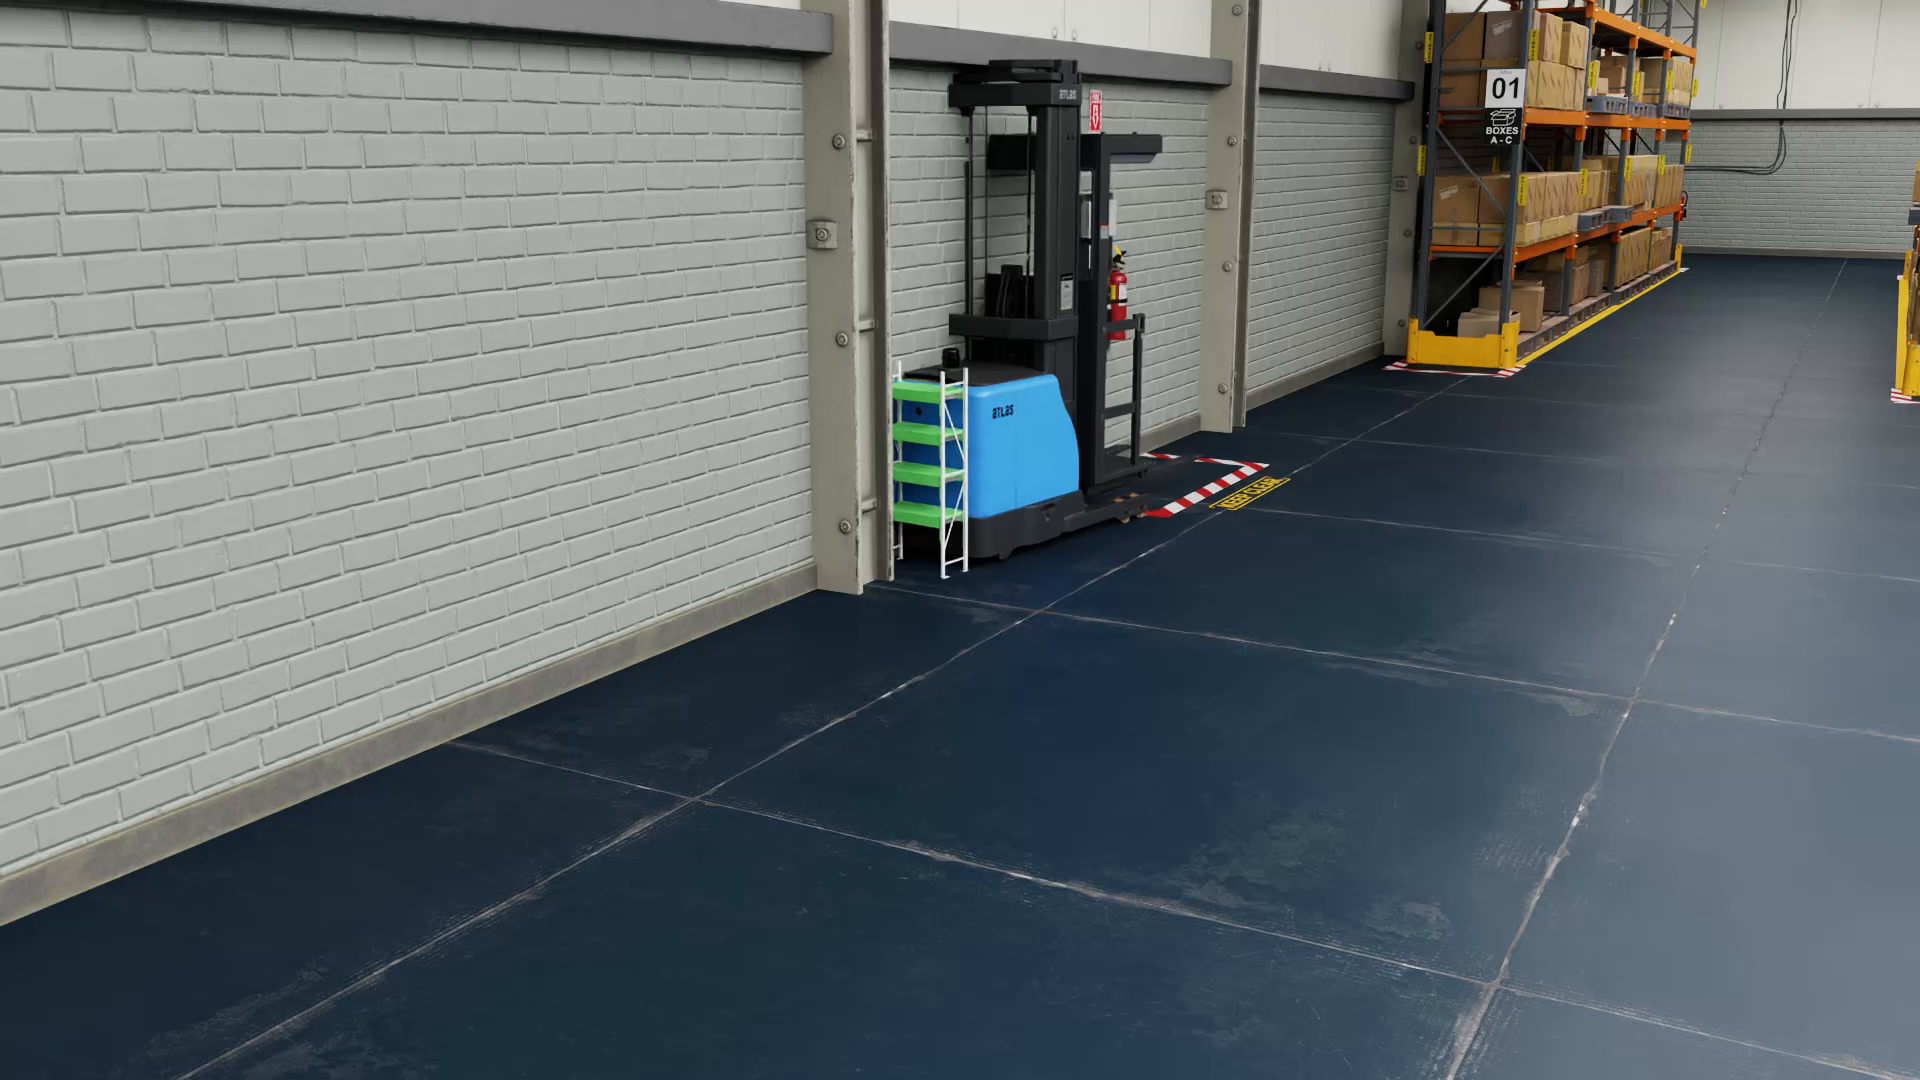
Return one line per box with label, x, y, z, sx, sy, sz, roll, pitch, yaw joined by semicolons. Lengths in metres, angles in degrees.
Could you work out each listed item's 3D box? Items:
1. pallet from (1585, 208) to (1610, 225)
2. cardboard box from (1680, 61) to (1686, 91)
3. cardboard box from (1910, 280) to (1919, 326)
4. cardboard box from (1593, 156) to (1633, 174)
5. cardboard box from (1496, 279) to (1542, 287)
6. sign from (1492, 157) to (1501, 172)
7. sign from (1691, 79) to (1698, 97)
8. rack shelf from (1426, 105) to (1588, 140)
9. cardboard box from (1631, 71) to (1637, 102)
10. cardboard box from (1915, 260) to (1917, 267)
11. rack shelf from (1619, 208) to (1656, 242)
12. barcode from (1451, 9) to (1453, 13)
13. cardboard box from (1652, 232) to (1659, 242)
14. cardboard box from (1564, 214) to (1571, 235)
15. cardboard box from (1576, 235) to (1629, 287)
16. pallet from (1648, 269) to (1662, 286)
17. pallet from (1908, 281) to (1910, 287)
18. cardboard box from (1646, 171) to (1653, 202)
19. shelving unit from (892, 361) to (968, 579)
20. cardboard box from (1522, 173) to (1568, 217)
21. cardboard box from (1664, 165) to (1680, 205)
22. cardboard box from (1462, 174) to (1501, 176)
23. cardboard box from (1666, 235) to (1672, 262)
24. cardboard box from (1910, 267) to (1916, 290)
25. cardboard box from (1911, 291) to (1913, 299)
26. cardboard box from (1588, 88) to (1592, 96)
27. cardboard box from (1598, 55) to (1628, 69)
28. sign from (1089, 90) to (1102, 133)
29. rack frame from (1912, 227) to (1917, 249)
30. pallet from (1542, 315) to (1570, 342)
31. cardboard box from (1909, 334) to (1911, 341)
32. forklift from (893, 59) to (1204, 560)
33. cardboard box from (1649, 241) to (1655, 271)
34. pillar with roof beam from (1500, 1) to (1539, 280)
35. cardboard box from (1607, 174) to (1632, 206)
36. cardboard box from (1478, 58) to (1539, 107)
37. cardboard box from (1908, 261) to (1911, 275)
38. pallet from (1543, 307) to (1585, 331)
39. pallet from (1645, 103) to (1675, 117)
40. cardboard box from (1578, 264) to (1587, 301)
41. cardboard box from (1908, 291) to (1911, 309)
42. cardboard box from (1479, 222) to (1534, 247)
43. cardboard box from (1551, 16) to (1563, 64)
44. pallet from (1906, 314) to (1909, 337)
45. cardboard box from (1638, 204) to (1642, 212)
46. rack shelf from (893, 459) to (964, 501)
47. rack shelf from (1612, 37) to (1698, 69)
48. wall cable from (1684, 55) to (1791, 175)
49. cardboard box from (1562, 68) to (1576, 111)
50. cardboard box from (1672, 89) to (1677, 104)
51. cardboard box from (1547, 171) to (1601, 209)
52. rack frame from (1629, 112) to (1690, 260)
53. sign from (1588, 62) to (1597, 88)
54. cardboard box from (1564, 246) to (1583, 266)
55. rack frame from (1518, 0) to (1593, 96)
pallet;8.559;-4.568;23.492;1.003;0.211;1.213;7;15;28
cardboard box;12.736;-8.326;29.879;0.500;0.500;0.500;7;15;26
cardboard box;10.663;-2.556;18.105;0.500;0.500;0.500;7;15;28
cardboard box;9.939;-5.710;25.327;0.500;0.250;0.500;8;16;29
cardboard box;7.080;-3.033;21.109;0.500;0.500;0.500;6;15;24
sign;7.059;-4.877;21.892;0.100;0.325;0.005;7;15;28
sign;13.816;-8.500;31.269;0.100;0.325;0.005;7;15;28
rack shelf;6.580;-4.950;19.800;1.077;0.370;4.000;7;15;28
cardboard box;10.382;-7.229;26.565;0.700;0.500;0.500;7;15;28
cardboard box;14.316;-3.835;24.437;0.500;0.500;0.500;7;15;26
rack shelf;10.447;-5.133;26.960;1.077;0.370;4.000;7;15;28
barcode;5.518;-5.918;18.654;0.001;0.075;0.075;7;15;28
cardboard box;12.191;-5.389;29.539;0.380;0.149;0.250;8;16;30
cardboard box;7.335;-3.956;20.819;0.500;0.250;0.500;7;15;28
cardboard box;9.951;-4.368;25.941;0.750;0.750;0.750;7;15;27
pallet;11.850;-4.685;29.515;1.003;0.211;1.213;7;15;28
pallet;16.674;-4.369;28.206;1.003;0.211;1.213;7;15;28
cardboard box;11.174;-5.867;27.579;0.500;0.500;0.500;8;15;28
shelving unit;-0.228;-0.415;9.694;0.503;1.200;0.258;10;17;36
cardboard box;7.100;-4.216;20.298;0.500;0.500;0.500;7;15;26
cardboard box;12.768;-6.603;30.883;0.980;0.700;0.700;7;15;28
cardboard box;6.153;-4.062;19.660;0.500;0.500;0.500;7;15;27
cardboard box;13.097;-5.548;31.583;0.700;0.500;0.500;7;15;28
cardboard box;13.308;-3.578;22.748;0.500;0.311;0.500;8;16;30
cardboard box;12.076;-3.054;20.577;0.500;0.311;0.500;8;16;30
cardboard box;8.179;-6.100;22.331;0.500;0.311;0.500;8;16;30
cardboard box;10.620;-7.698;26.911;0.500;0.250;0.500;7;15;26
sign;0.974;-3.076;11.945;0.001;0.298;0.199;7;15;28
rack frame;17.686;-6.153;29.657;1.000;3.000;0.127;7;15;28
pallet;7.253;-2.754;21.508;1.003;0.211;1.213;7;15;28
cardboard box;10.423;-2.088;17.767;0.500;0.250;0.500;7;15;28
forklift;0.612;-1.596;10.899;1.130;2.935;3.031;10;17;36
cardboard box;11.865;-5.024;29.410;0.700;0.500;0.500;8;16;29
pillar with roof beam;11.863;-7.332;21.748;9.100;9.000;0.400;7;15;28
cardboard box;9.939;-5.346;25.418;0.500;0.500;0.500;8;16;30
cardboard box;5.993;-4.988;18.167;0.500;0.500;0.500;8;16;30
cardboard box;16.142;-4.542;27.773;0.500;0.311;0.500;7;15;28
pallet;7.922;-3.056;22.760;1.003;0.211;1.213;7;15;28
pallet;11.819;-7.475;28.928;1.003;0.211;1.213;7;15;28
cardboard box;8.612;-3.720;23.958;0.700;0.500;0.500;7;15;28
cardboard box;13.066;-3.202;22.386;0.500;0.250;0.500;7;15;26
cardboard box;6.127;-3.432;18.647;0.500;0.250;0.500;7;15;26
cardboard box;6.536;-5.689;18.941;0.500;0.500;0.500;8;16;30
pallet;12.796;-2.743;21.459;1.003;0.211;1.213;7;15;28
cardboard box;10.980;-5.473;27.330;0.380;0.149;0.250;7;15;28
rack shelf;-0.228;-0.353;9.709;0.480;0.148;0.258;10;17;36
rack shelf;12.381;-8.676;29.708;1.077;0.370;4.000;7;15;28
wall cable;16.395;-9.241;36.288;3.097;2.526;0.112;7;15;28
cardboard box;7.263;-5.534;20.434;0.500;0.500;0.500;6;15;23
cardboard box;12.238;-7.746;29.074;0.500;0.250;0.500;7;15;27
cardboard box;8.679;-4.979;23.635;0.700;0.500;0.500;7;15;28
rack frame;13.348;-6.714;31.982;1.000;3.000;0.127;7;15;28
sign;8.025;-5.901;21.109;0.100;0.325;0.005;7;15;28
cardboard box;8.603;-4.066;23.794;0.500;0.250;0.500;7;15;28
rack frame;7.547;-7.168;21.067;1.000;3.000;0.127;7;15;28
